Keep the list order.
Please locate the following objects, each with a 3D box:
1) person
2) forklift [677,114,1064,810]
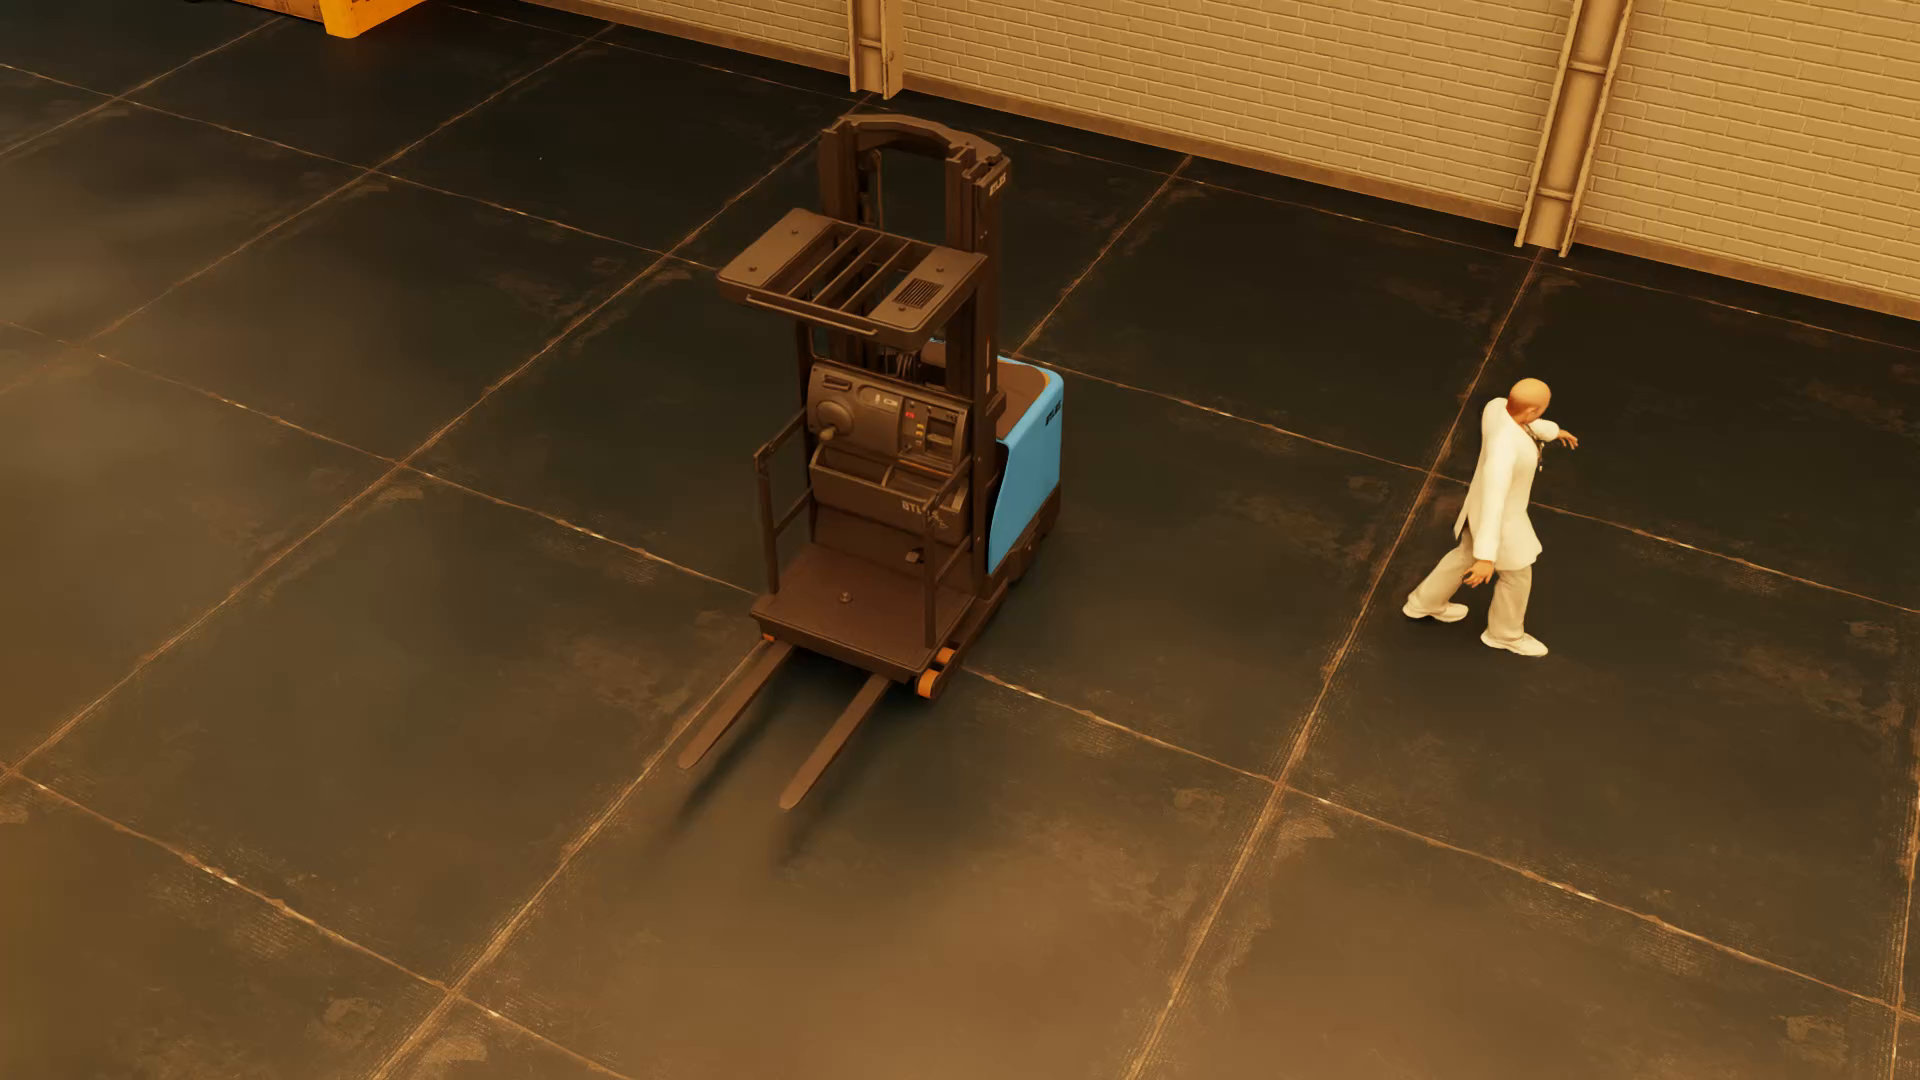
[{"bbox_3d":[2.977,-0.117,9.059,0.814,1.760,1.022,4,40,5],"label":"person"},{"bbox_3d":[-0.484,-0.568,8.661,1.130,2.935,3.031,18,43,20],"label":"forklift"}]
